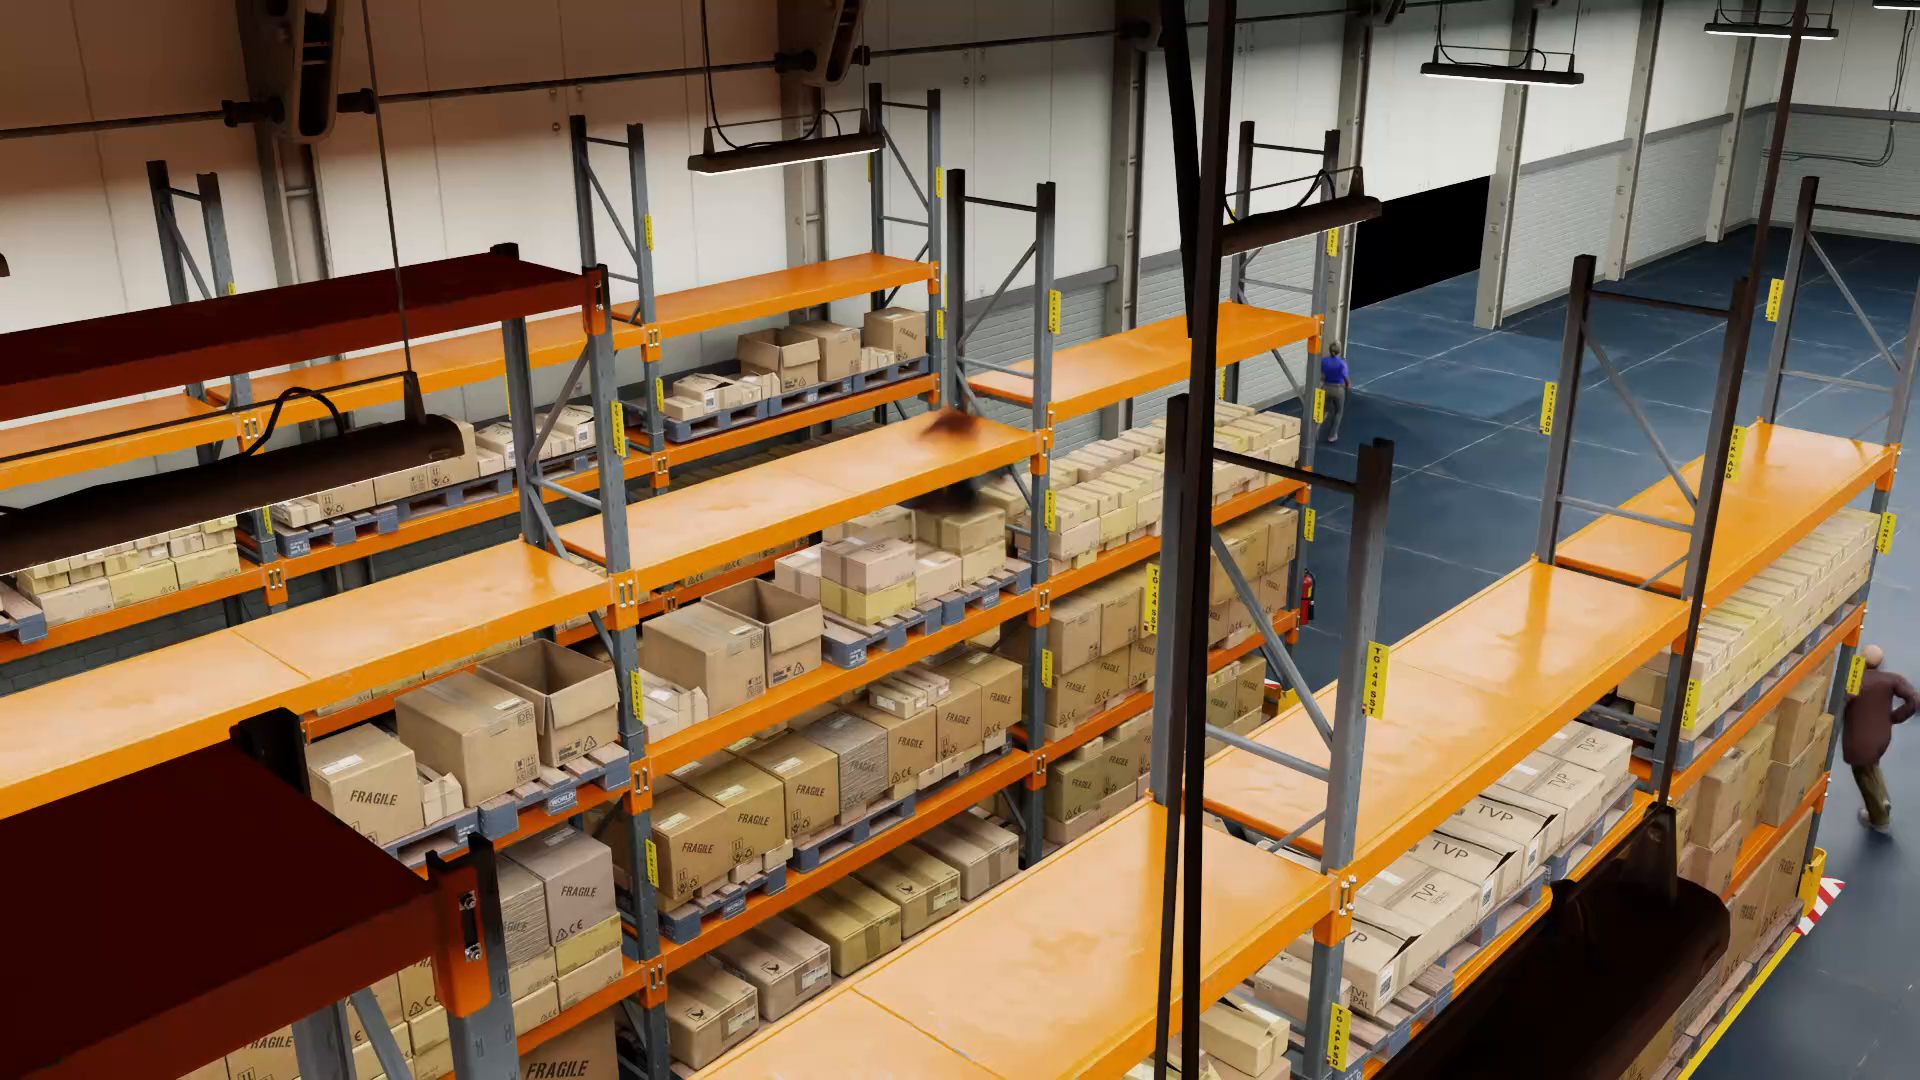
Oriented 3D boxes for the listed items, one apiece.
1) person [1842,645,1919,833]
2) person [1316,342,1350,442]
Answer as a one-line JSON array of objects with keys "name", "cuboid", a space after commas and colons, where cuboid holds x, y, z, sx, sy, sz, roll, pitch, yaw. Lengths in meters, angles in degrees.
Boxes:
[{"name": "person", "cuboid": [8.187, 1.771, 15.066, 0.730, 1.753, 0.722, -1, 21, -2]}, {"name": "person", "cuboid": [5.731, -2.266, 25.638, 0.577, 1.605, 0.644, 14, 25, 32]}]
